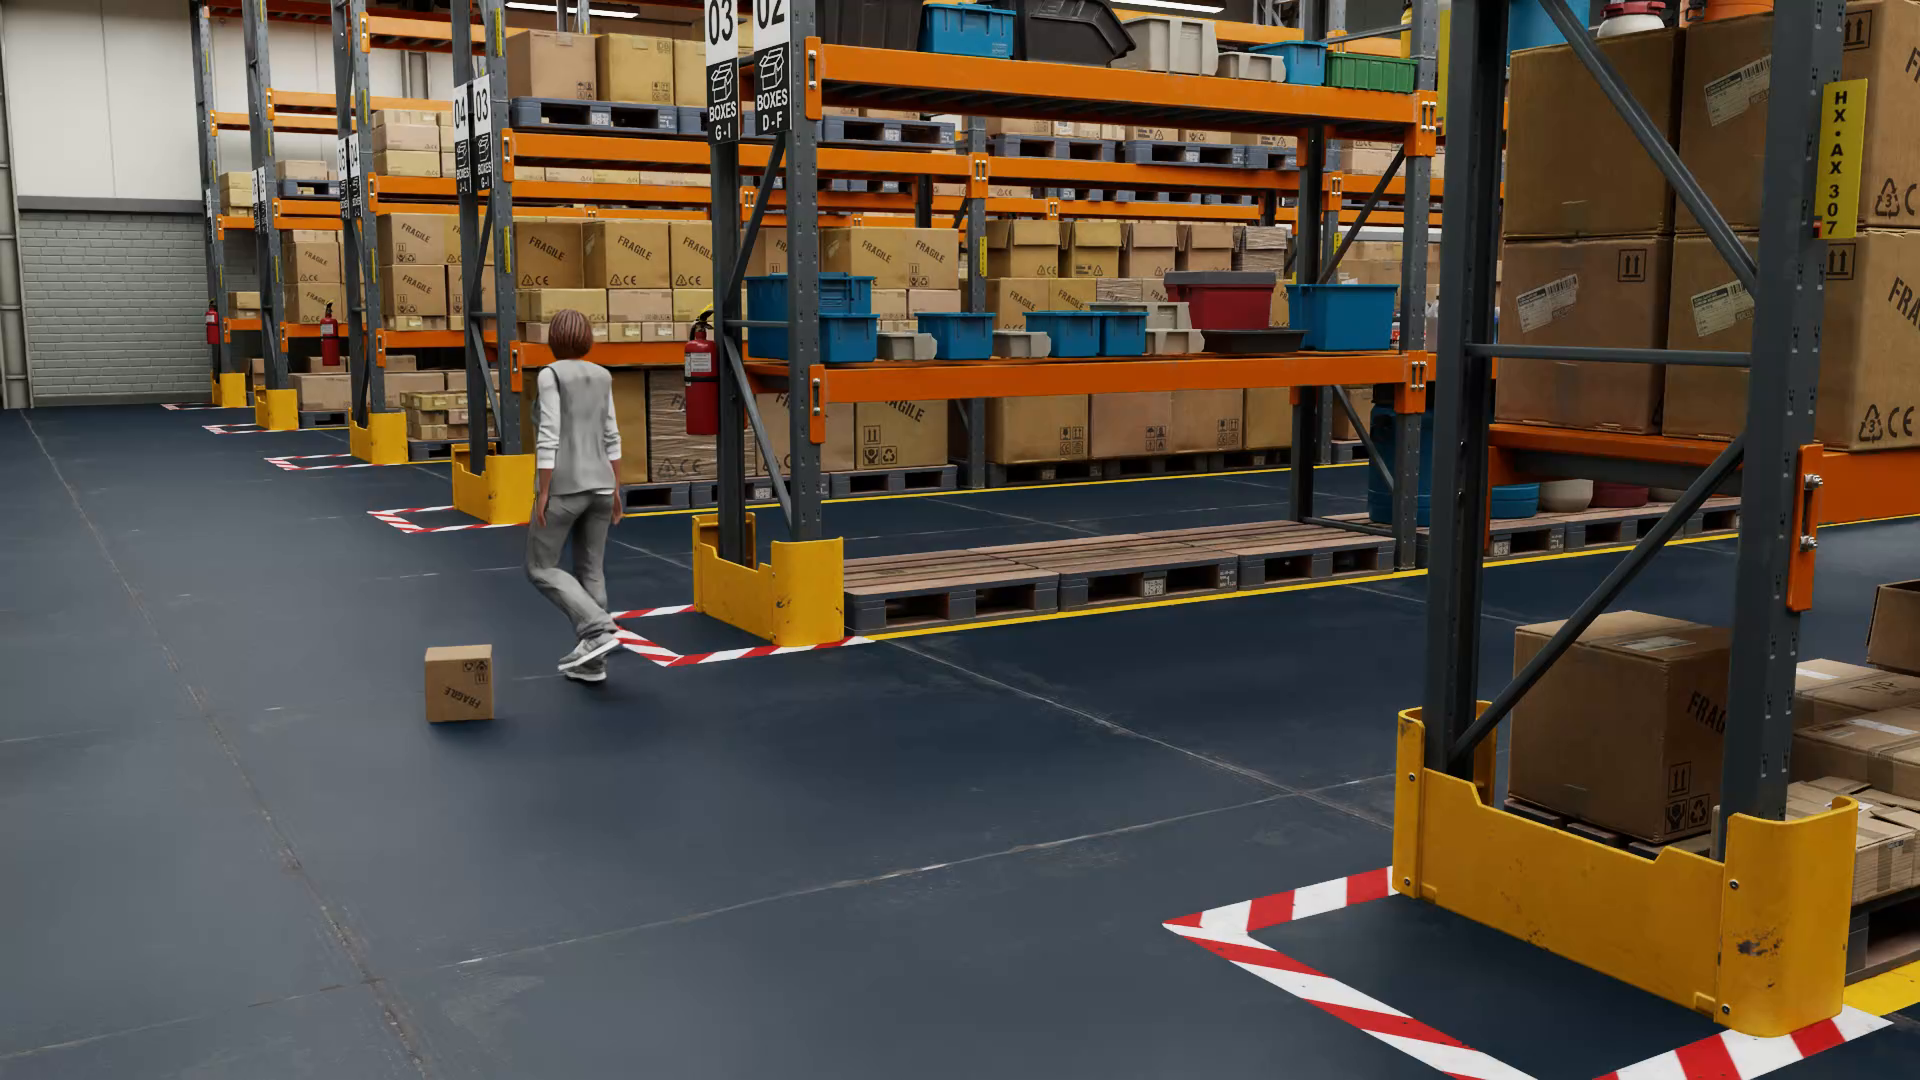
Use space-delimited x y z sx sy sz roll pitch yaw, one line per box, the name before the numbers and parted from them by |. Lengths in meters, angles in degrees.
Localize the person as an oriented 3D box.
person | -1.592 -0.178 7.051 0.484 1.593 0.480 7 11 38
